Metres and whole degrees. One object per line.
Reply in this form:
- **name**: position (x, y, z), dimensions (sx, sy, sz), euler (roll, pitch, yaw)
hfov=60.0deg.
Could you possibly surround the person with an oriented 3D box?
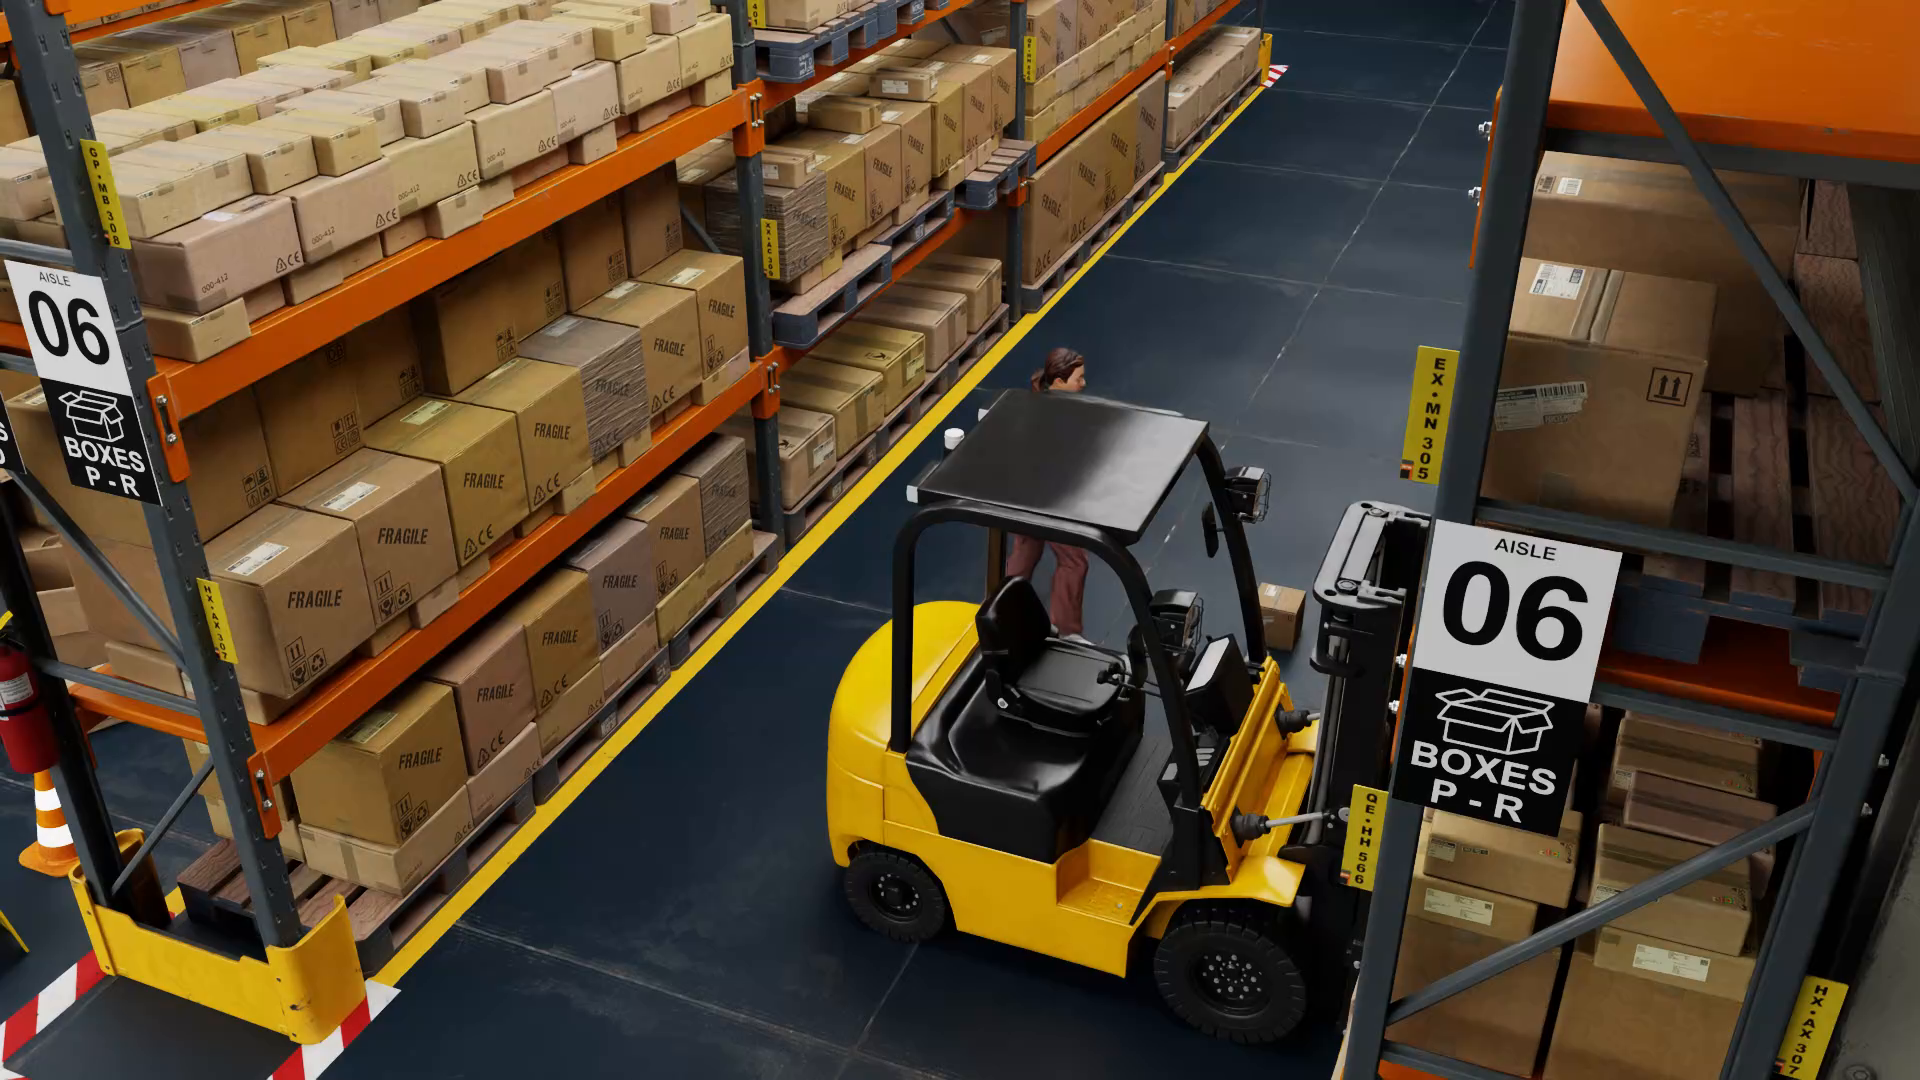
- **person**: position (0.438, -0.192, 8.751), dimensions (0.523, 1.713, 0.494), euler (-9, 31, -16)
